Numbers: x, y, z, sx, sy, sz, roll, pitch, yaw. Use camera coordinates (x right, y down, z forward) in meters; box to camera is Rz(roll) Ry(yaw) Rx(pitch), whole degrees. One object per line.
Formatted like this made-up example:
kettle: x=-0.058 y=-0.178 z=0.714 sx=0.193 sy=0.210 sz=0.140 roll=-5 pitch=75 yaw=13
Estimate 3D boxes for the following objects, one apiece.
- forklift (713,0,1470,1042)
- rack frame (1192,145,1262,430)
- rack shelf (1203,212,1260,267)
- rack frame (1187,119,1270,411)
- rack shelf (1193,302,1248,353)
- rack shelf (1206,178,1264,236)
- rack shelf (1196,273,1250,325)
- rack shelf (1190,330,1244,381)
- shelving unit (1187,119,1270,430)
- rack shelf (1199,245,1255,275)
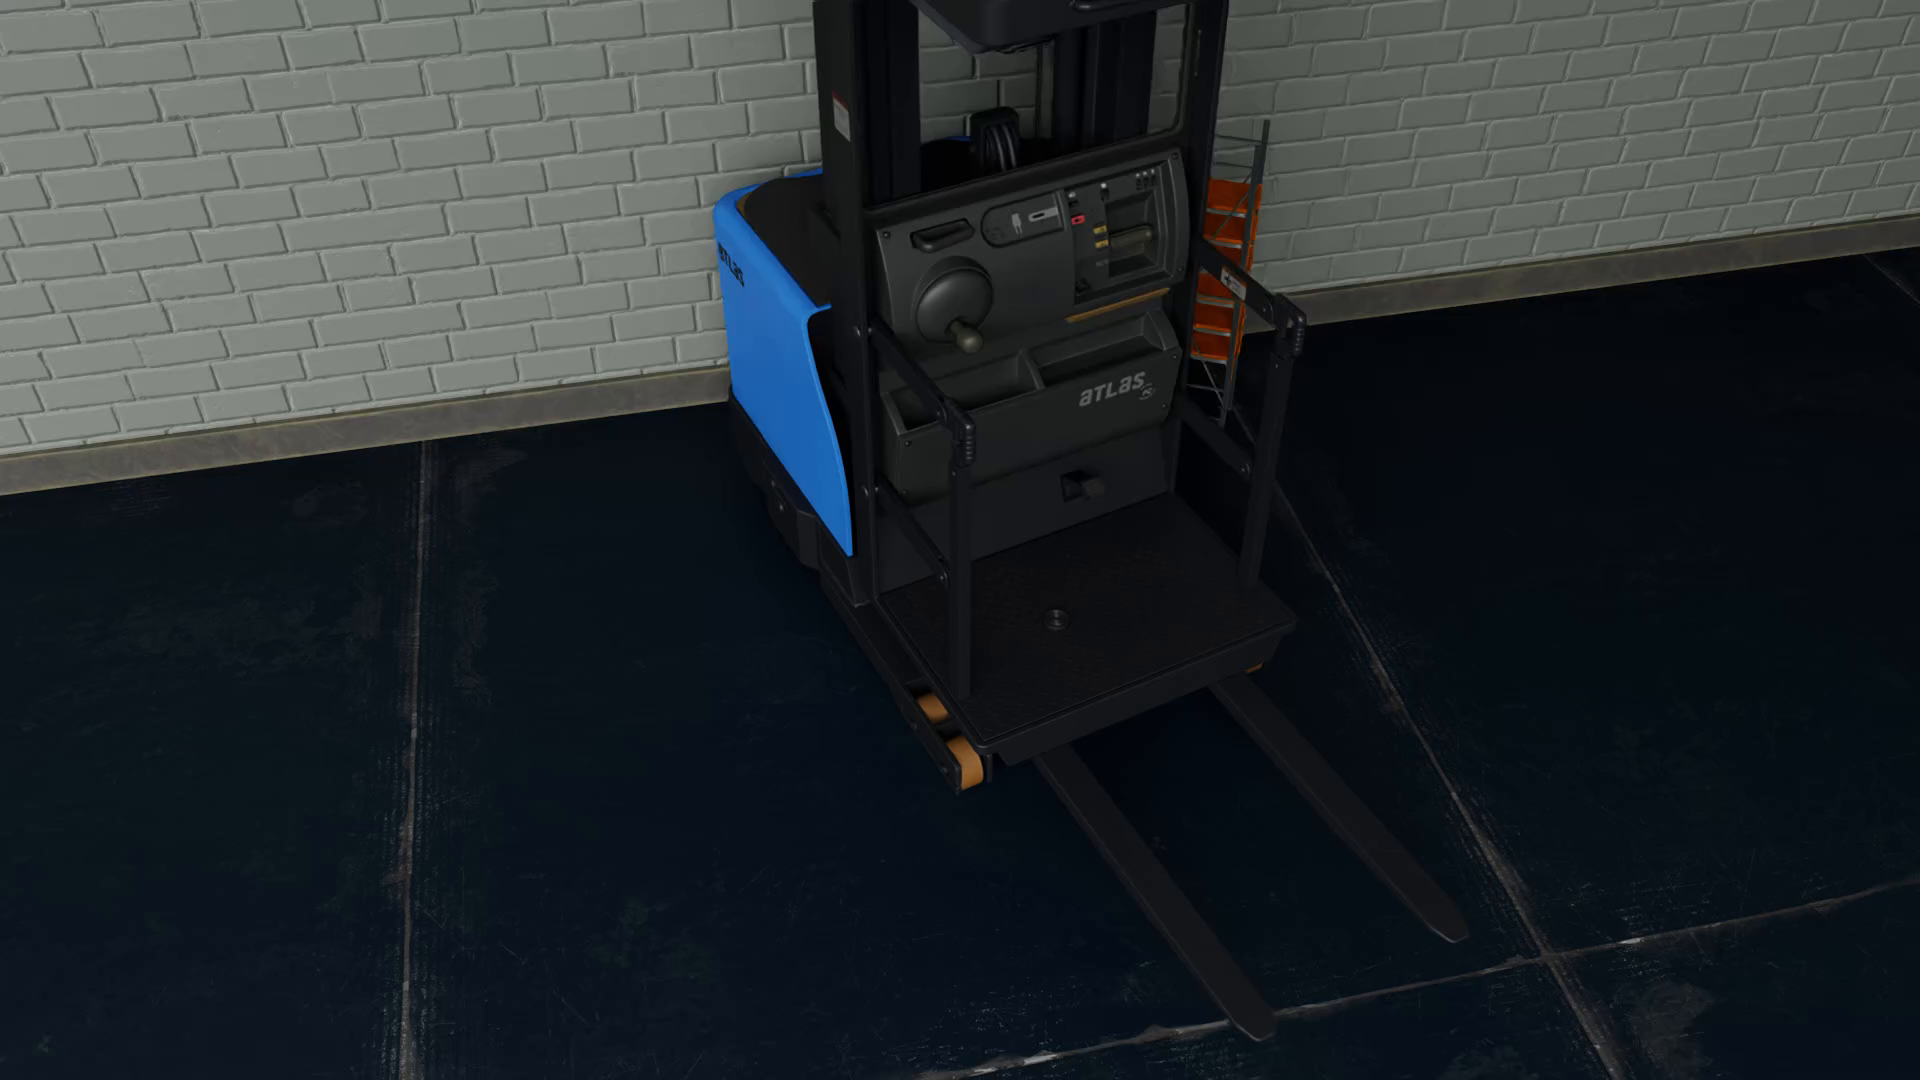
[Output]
forklift: x=0.313 y=-0.702 z=4.333 sx=1.130 sy=2.935 sz=3.031 roll=-19 pitch=45 yaw=-20
rack frame: x=0.861 y=-0.847 z=5.800 sx=0.240 sy=1.200 sz=0.006 roll=11 pitch=43 yaw=12
rack shelf: x=0.887 y=-1.052 z=5.736 sx=0.258 sy=0.103 sz=0.180 roll=11 pitch=43 yaw=12
rack frame: x=0.913 y=-0.964 z=5.932 sx=0.240 sy=1.200 sz=0.006 roll=11 pitch=43 yaw=12
rack shelf: x=0.887 y=-0.782 z=5.975 sx=0.258 sy=0.103 sz=0.180 roll=11 pitch=43 yaw=12
rack shelf: x=0.887 y=-1.141 z=5.657 sx=0.258 sy=0.103 sz=0.180 roll=11 pitch=43 yaw=12
rack shelf: x=0.887 y=-0.872 z=5.896 sx=0.258 sy=0.103 sz=0.180 roll=11 pitch=43 yaw=12
rack shelf: x=0.887 y=-0.693 z=6.055 sx=0.258 sy=0.103 sz=0.180 roll=11 pitch=43 yaw=12
shelving unit: x=0.887 y=-0.905 z=5.866 sx=0.258 sy=1.200 sz=0.189 roll=11 pitch=43 yaw=12
rack shelf: x=0.887 y=-0.962 z=5.816 sx=0.258 sy=0.103 sz=0.180 roll=11 pitch=43 yaw=12
